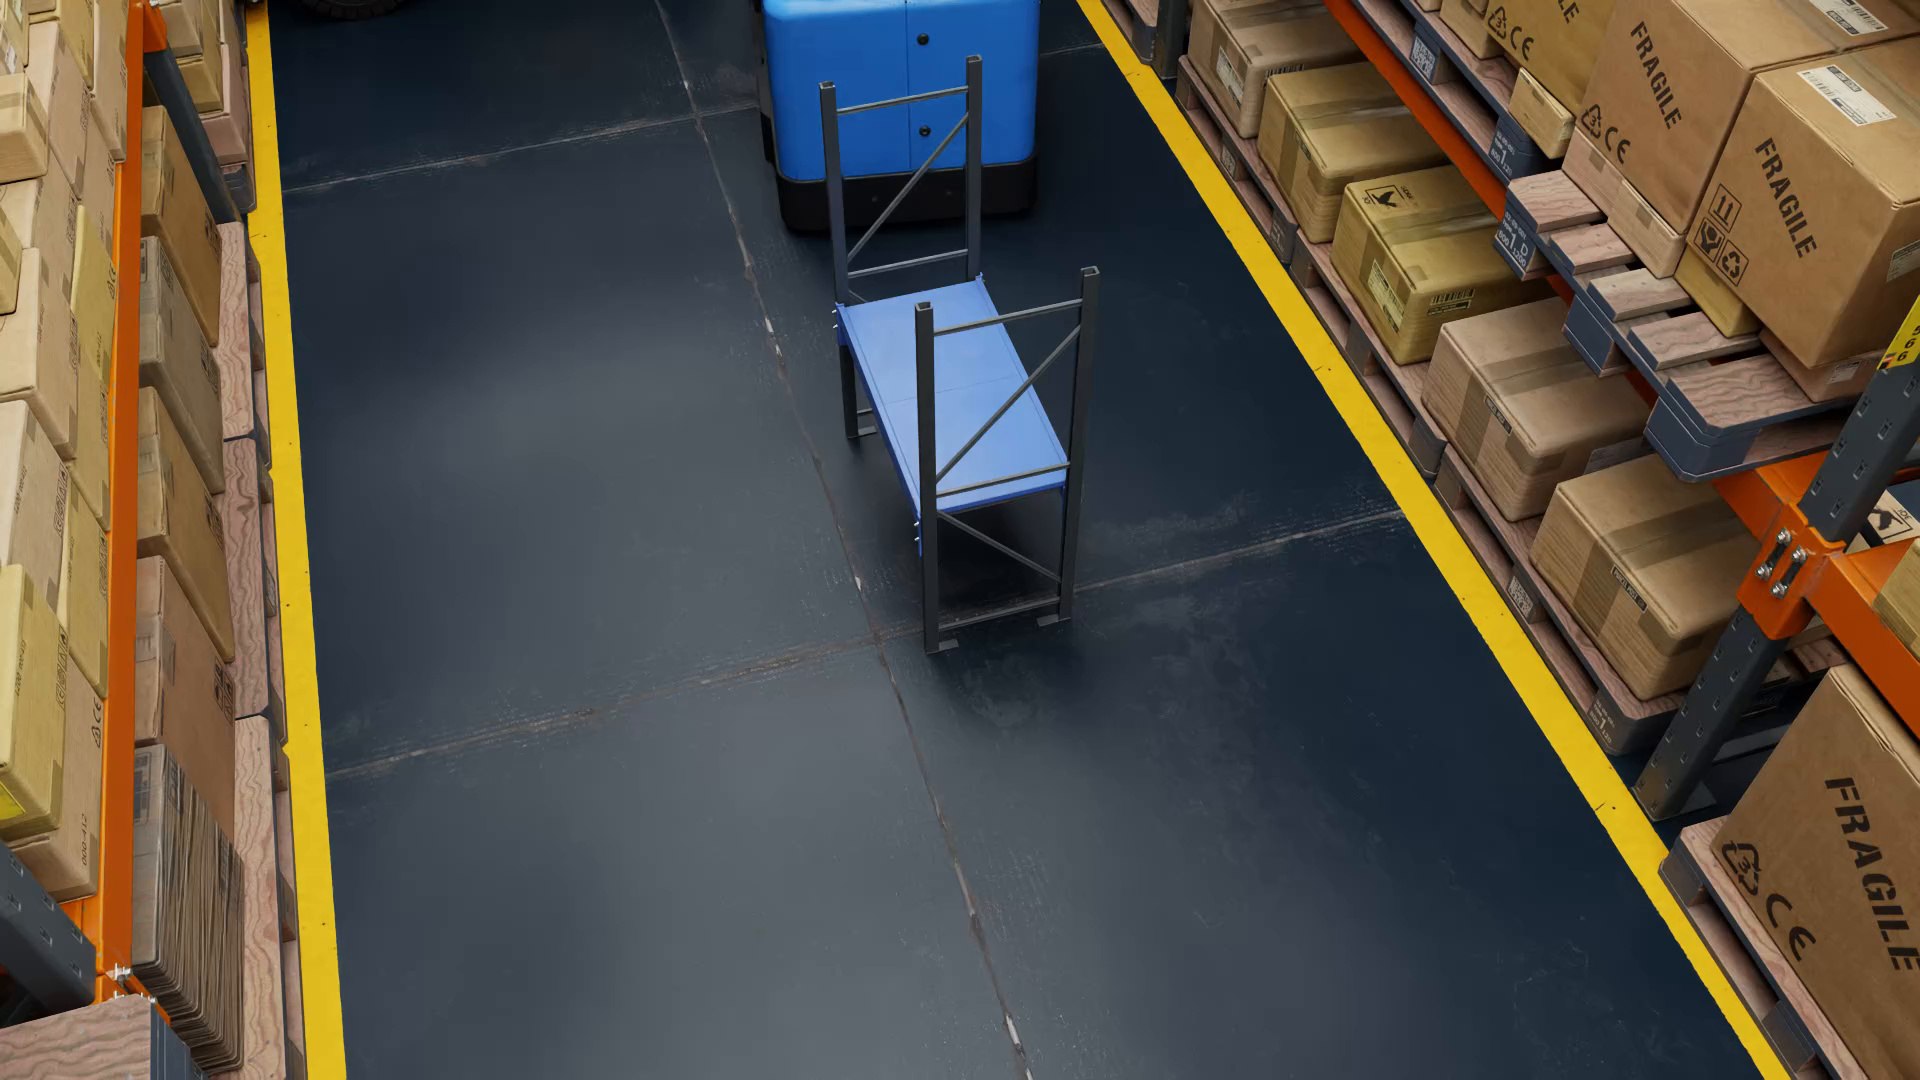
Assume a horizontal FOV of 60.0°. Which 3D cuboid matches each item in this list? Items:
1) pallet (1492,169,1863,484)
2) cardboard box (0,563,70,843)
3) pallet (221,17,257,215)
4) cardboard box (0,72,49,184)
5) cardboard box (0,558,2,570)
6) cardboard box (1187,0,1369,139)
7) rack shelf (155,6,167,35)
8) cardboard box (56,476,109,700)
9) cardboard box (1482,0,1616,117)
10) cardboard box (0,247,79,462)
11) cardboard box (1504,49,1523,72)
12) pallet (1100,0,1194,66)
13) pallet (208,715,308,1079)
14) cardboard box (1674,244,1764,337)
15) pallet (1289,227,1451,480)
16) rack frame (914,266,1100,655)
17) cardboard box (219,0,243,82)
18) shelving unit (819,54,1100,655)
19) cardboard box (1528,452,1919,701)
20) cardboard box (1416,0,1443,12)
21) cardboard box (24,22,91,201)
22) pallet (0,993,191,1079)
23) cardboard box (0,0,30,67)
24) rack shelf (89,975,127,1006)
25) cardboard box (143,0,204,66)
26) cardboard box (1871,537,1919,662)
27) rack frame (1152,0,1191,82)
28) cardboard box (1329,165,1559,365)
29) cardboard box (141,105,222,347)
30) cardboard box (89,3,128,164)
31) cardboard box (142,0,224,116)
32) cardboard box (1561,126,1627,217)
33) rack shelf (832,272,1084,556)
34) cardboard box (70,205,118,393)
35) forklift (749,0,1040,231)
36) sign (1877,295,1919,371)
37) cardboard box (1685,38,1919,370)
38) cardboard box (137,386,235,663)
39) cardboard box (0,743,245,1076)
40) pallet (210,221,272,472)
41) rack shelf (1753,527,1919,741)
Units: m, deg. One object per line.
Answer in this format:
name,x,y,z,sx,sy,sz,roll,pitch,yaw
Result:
pallet,2.238,-0.701,4.504,1.213,0.211,1.003,-13,51,-11
cardboard box,-2.064,0.361,3.255,0.500,0.250,0.500,-13,51,-11
pallet,-3.568,-1.754,7.091,1.003,0.211,1.213,-13,51,-11
cardboard box,-2.501,-1.002,4.143,0.380,0.149,0.250,-15,51,-12
cardboard box,-2.083,0.123,3.194,0.380,0.149,0.250,-12,51,-10
cardboard box,1.526,-2.094,6.997,0.950,0.372,0.625,-13,51,-11
rack shelf,-3.964,-3.292,7.033,1.077,0.370,4.000,-13,51,-11
cardboard box,-2.231,0.159,3.752,0.500,0.250,0.500,-14,51,-12
cardboard box,1.837,-1.542,4.554,0.500,0.500,0.500,-16,52,-13
cardboard box,-2.372,-0.386,3.884,0.500,0.250,0.500,-14,51,-12
cardboard box,1.848,-1.456,4.905,0.380,0.149,0.250,-13,51,-11
pallet,1.136,-2.771,7.948,1.003,0.211,1.213,-13,51,-11
pallet,-2.396,1.147,4.645,1.003,0.211,1.213,-13,51,-11
cardboard box,2.081,-0.686,4.256,0.380,0.149,0.250,-13,51,-10
pallet,1.964,-0.828,6.310,1.003,0.211,1.213,-13,51,-11
rack frame,0.125,-0.174,4.916,0.500,1.500,0.032,-13,51,-11
cardboard box,-3.364,-2.107,7.088,0.500,0.250,0.500,-14,51,-12
shelving unit,-0.025,-0.546,5.229,0.538,1.500,1.048,-13,51,-11
cardboard box,2.393,0.030,5.206,0.950,0.372,0.625,-16,52,-13
cardboard box,1.589,-1.809,5.203,0.380,0.149,0.250,-12,51,-10
cardboard box,-2.678,-1.126,4.508,0.500,0.250,0.500,-12,51,-10
pallet,-1.922,1.400,2.733,1.213,0.211,1.003,-13,51,-11
cardboard box,-2.722,-1.362,4.447,0.380,0.149,0.250,-14,51,-12
rack shelf,-1.598,2.551,2.108,1.077,0.370,4.000,-13,51,-11
cardboard box,-3.216,-2.058,6.393,0.500,0.250,0.500,-14,51,-12
cardboard box,2.455,0.196,3.721,0.500,0.250,0.500,-14,51,-12
rack frame,1.368,-3.188,6.475,1.000,3.000,0.127,-13,51,-11
cardboard box,1.949,-1.062,6.127,0.950,0.372,0.625,-12,51,-10
cardboard box,-3.208,-1.054,5.955,0.875,0.625,0.625,-11,51,-9
cardboard box,-2.820,-1.339,5.015,0.500,0.250,0.500,-14,51,-11
cardboard box,-3.221,-1.896,6.583,0.500,0.250,0.500,-14,51,-11
cardboard box,1.897,-1.046,4.559,0.380,0.149,0.250,-16,52,-13
rack shelf,-0.025,-0.430,5.367,0.538,0.185,1.000,-13,51,-11
cardboard box,-2.542,-0.595,4.387,0.500,0.250,0.500,-12,51,-10
forklift,-0.406,-3.337,6.646,1.130,2.935,3.031,-6,50,-5
sign,2.035,-0.484,3.491,0.100,0.325,0.005,-13,51,-11
cardboard box,2.151,-0.799,3.927,0.500,0.500,0.500,-15,51,-12
cardboard box,-2.761,0.063,5.013,0.875,0.625,0.625,-15,52,-12
cardboard box,-2.361,1.030,4.198,0.875,0.625,0.625,-12,51,-10
pallet,-3.117,-0.635,6.147,1.003,0.211,1.213,-13,51,-11
rack shelf,3.142,1.426,3.056,1.077,0.370,4.000,-13,51,-11
